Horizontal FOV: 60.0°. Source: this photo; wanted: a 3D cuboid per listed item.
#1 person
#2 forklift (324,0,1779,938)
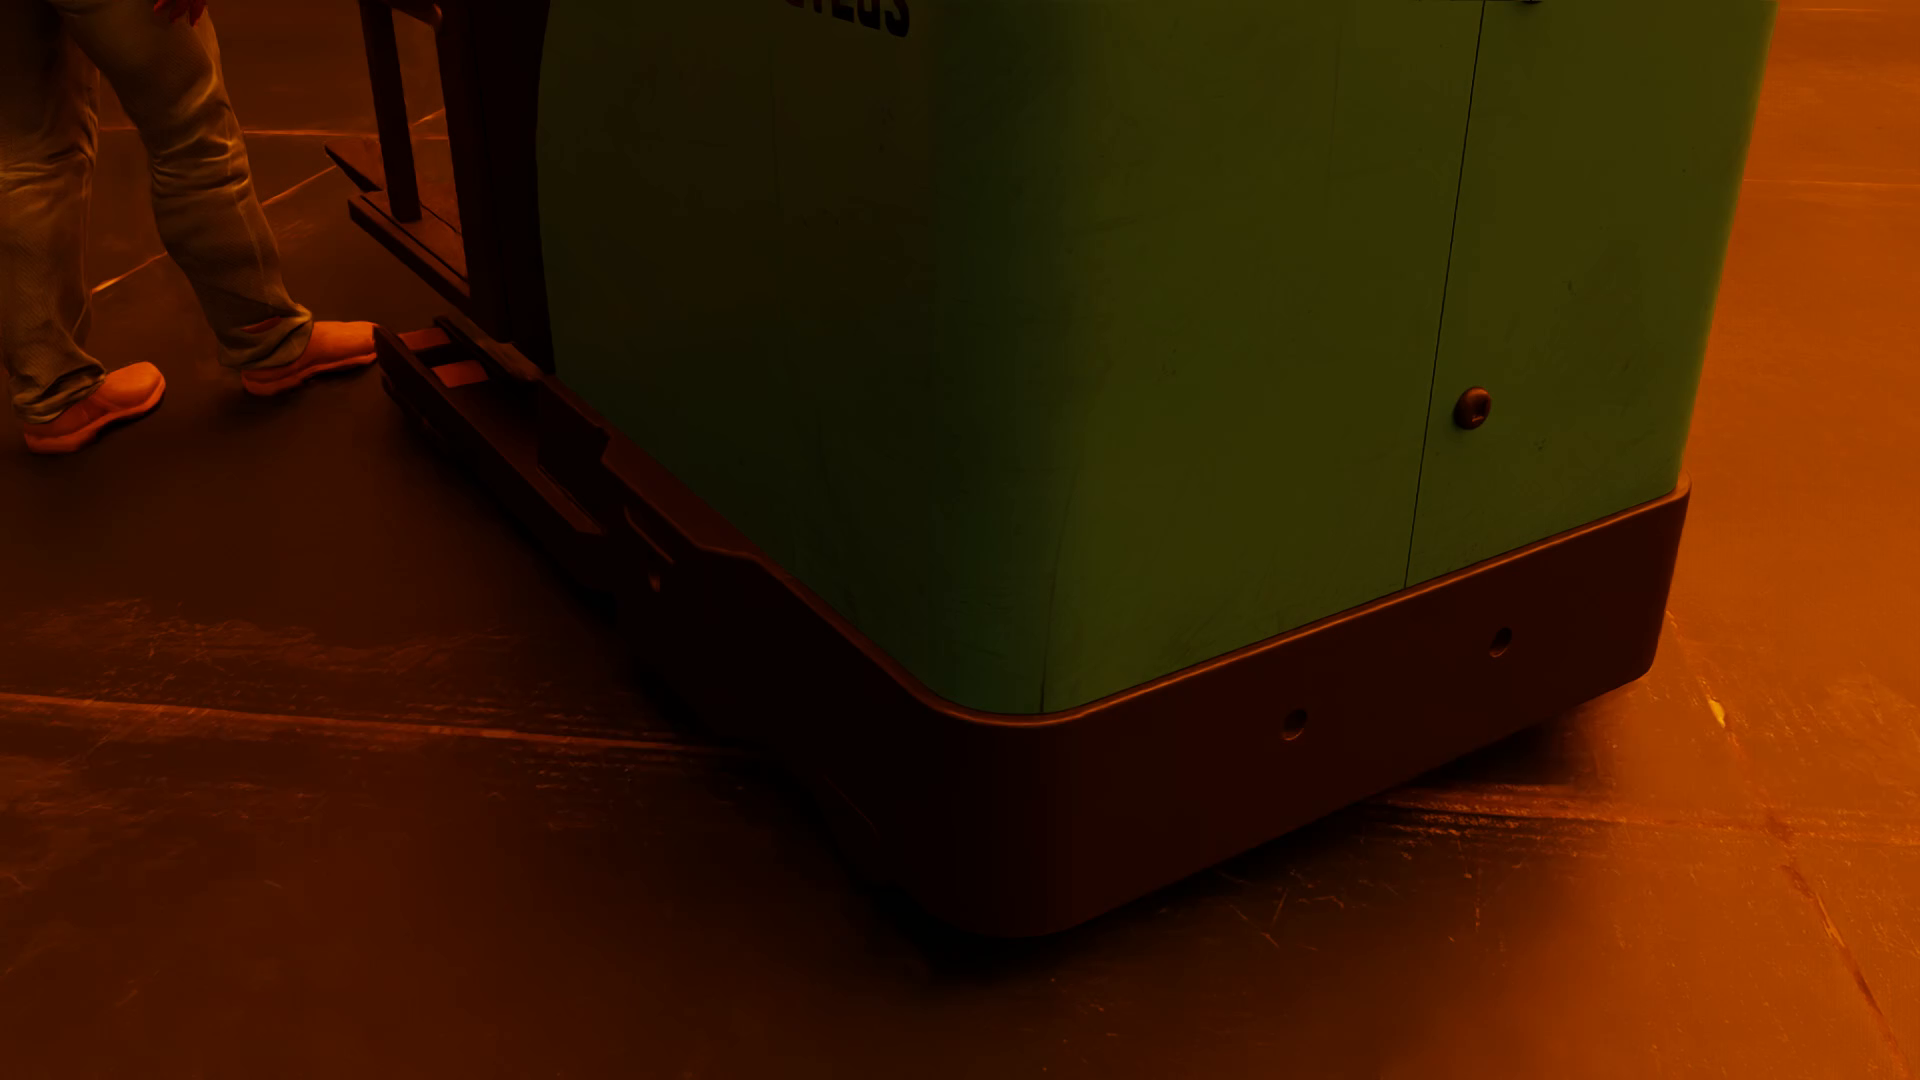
[{"bbox_3d":[-1.394,-1.044,2.637,0.744,1.753,0.649,10,28,19],"label":"person"},{"bbox_3d":[-0.360,-1.545,2.314,1.130,2.935,3.031,-16,31,-29],"label":"forklift"}]
